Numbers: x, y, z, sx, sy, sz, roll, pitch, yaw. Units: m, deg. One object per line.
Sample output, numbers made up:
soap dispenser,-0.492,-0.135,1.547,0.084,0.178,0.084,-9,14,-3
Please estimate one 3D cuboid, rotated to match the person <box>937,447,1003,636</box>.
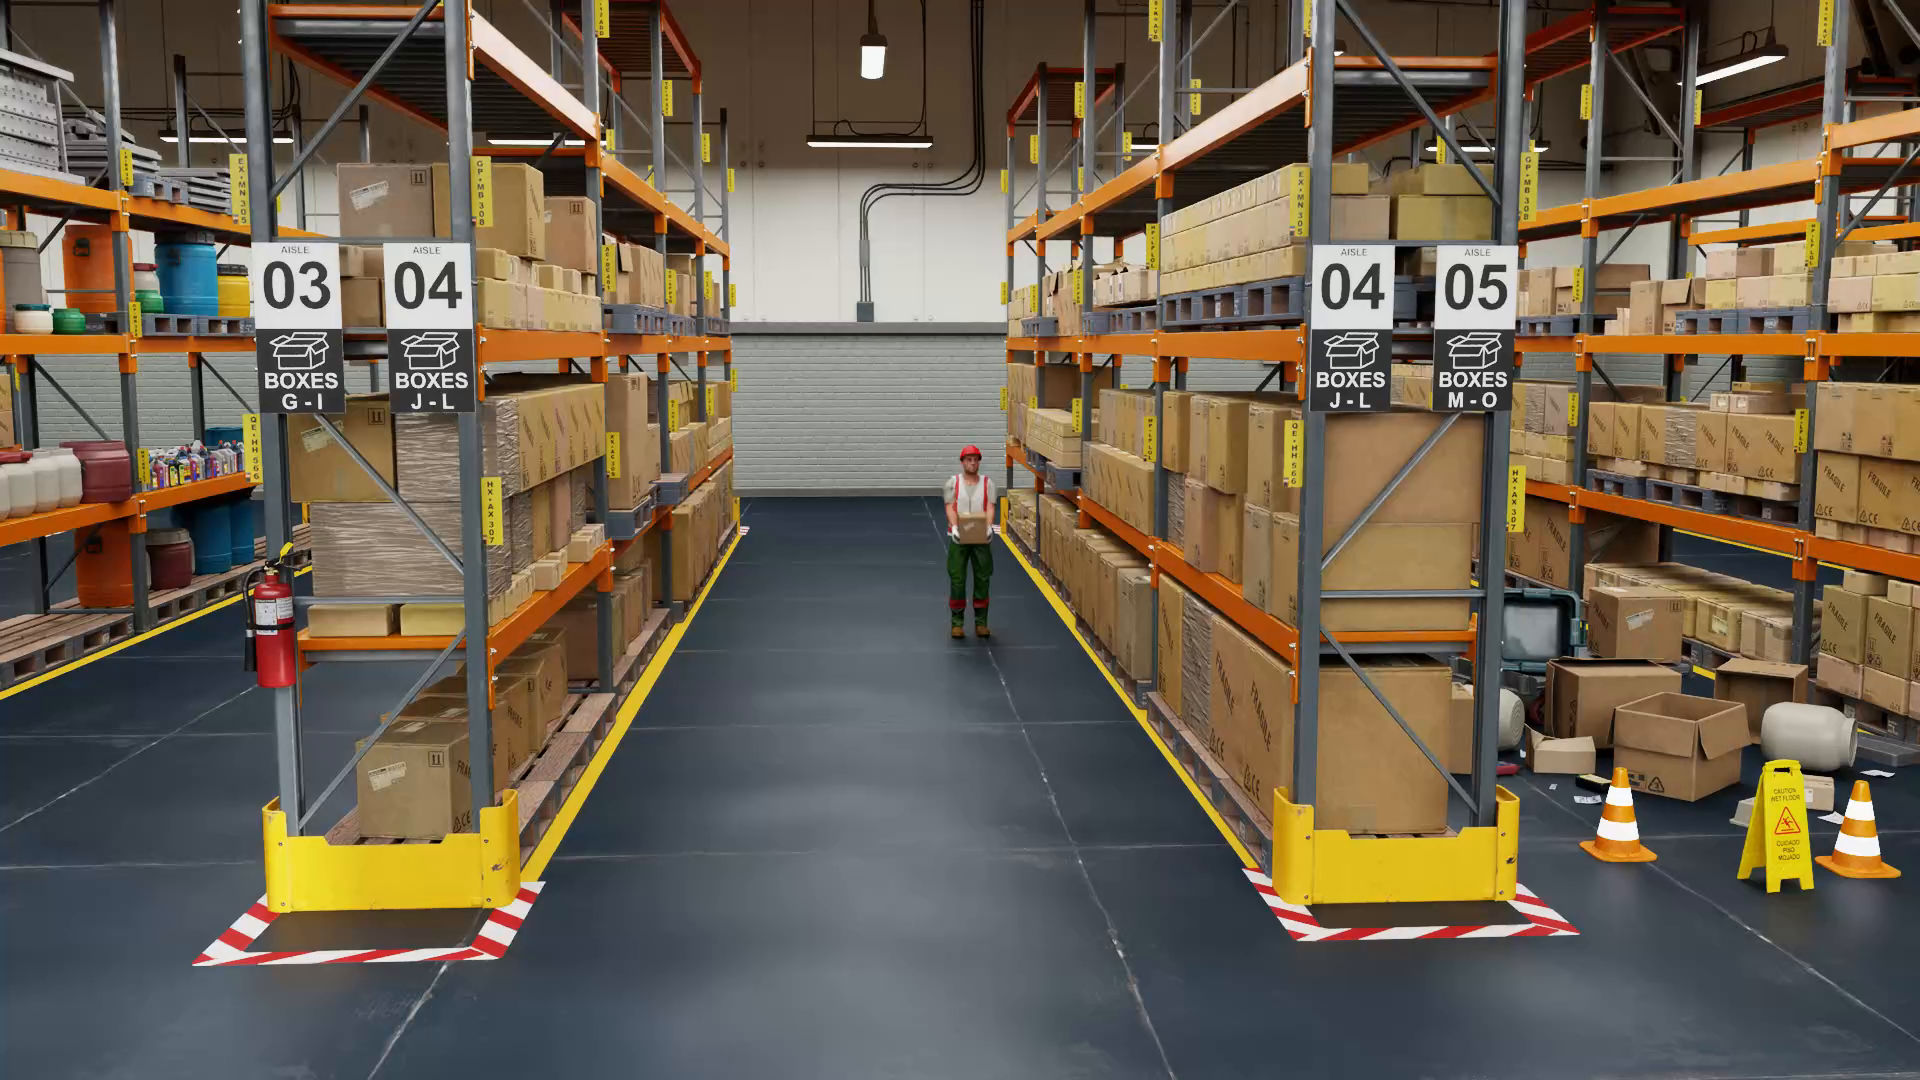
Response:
person,0.095,0.011,15.576,0.623,1.780,0.446,-1,7,-7
